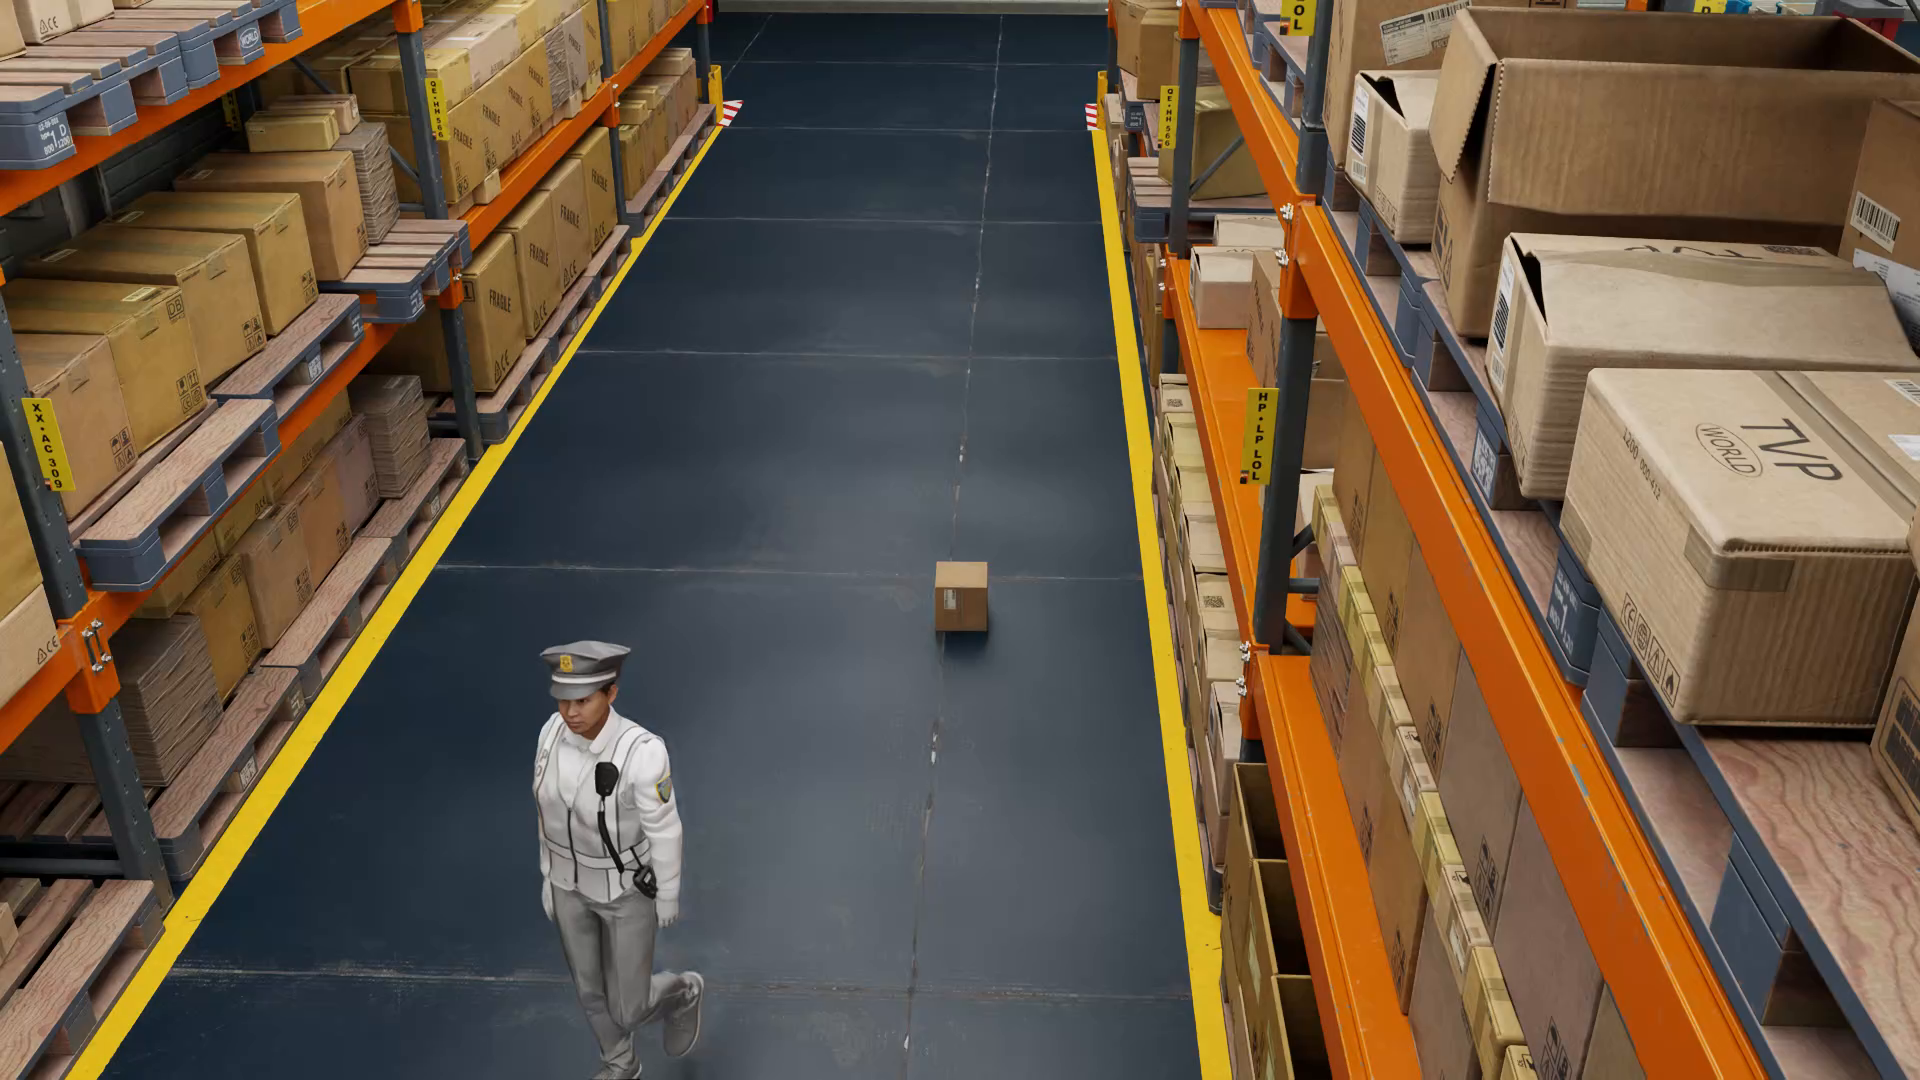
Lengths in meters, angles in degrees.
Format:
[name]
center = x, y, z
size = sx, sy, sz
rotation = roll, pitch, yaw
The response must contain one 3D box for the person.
[person]
center = -1.065, 1.033, 5.114
size = 0.485, 1.679, 0.511
rotation = 12, 31, 22
